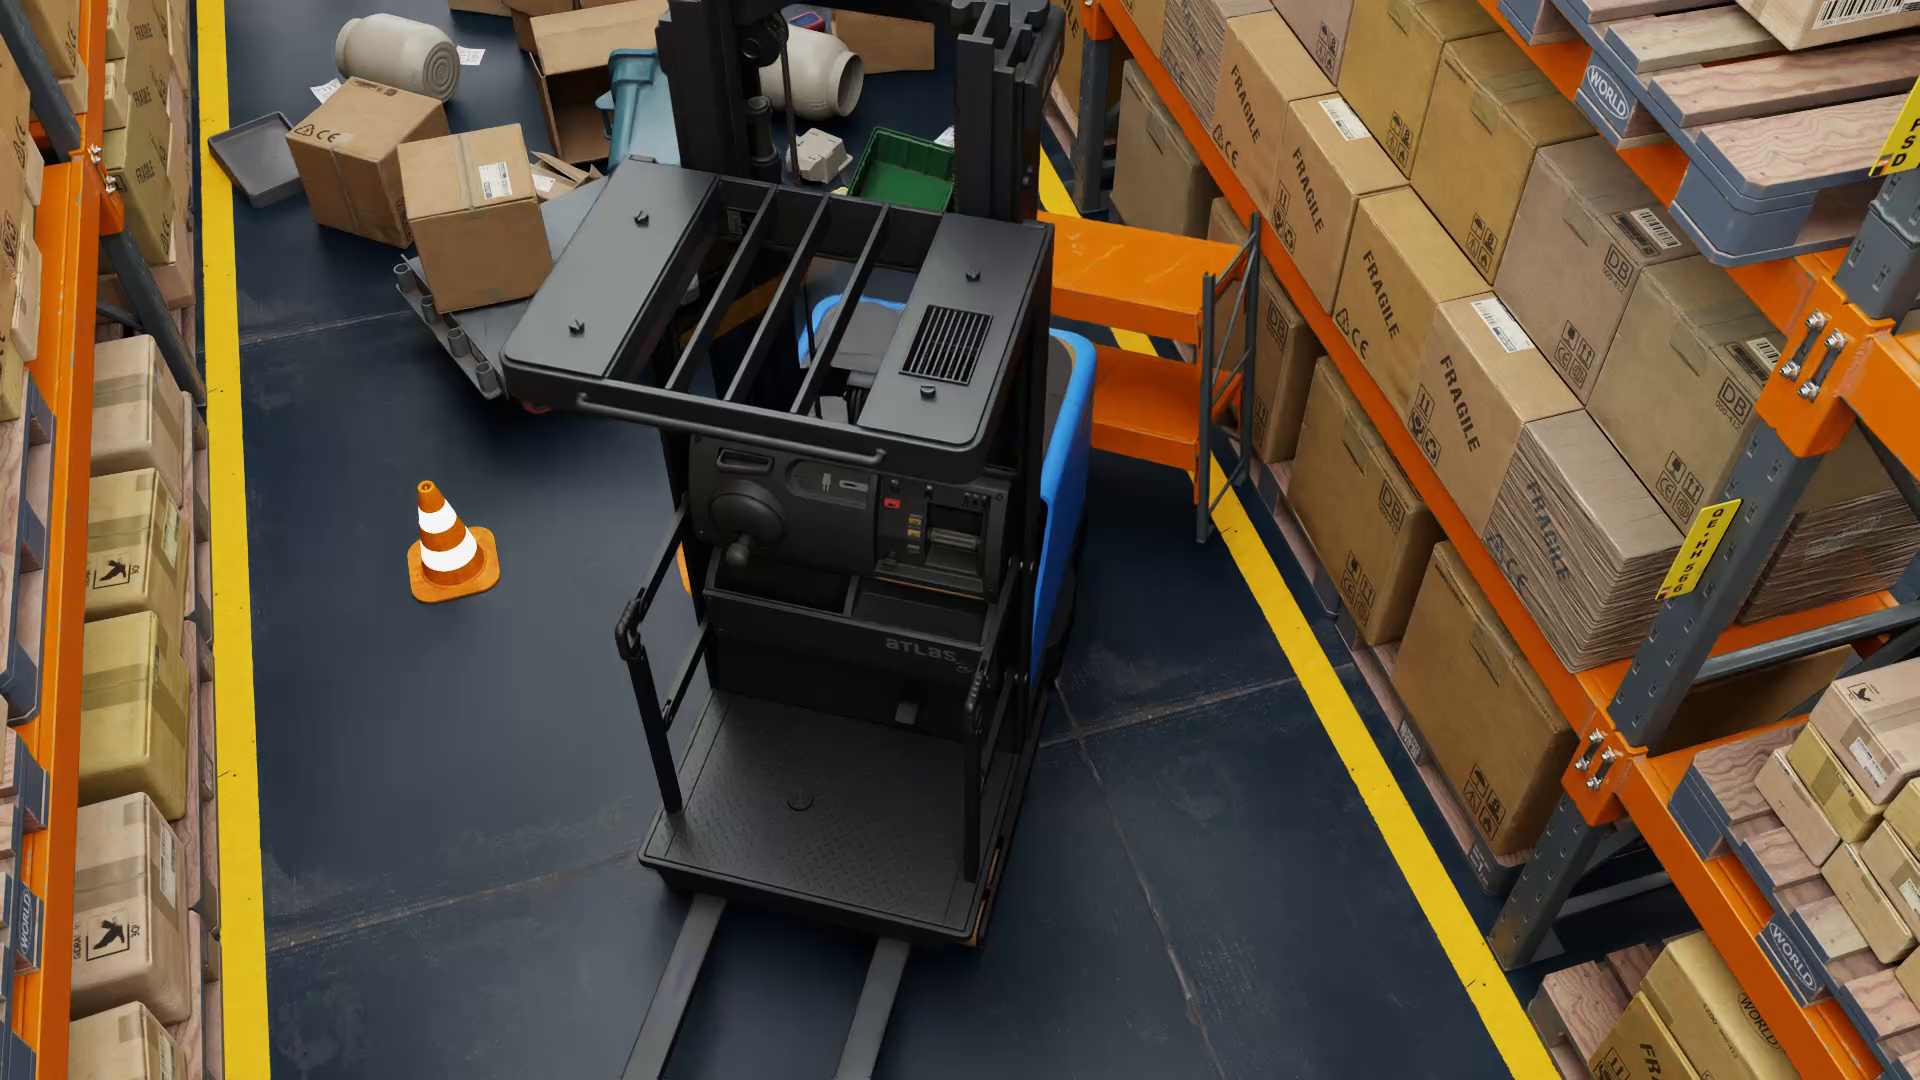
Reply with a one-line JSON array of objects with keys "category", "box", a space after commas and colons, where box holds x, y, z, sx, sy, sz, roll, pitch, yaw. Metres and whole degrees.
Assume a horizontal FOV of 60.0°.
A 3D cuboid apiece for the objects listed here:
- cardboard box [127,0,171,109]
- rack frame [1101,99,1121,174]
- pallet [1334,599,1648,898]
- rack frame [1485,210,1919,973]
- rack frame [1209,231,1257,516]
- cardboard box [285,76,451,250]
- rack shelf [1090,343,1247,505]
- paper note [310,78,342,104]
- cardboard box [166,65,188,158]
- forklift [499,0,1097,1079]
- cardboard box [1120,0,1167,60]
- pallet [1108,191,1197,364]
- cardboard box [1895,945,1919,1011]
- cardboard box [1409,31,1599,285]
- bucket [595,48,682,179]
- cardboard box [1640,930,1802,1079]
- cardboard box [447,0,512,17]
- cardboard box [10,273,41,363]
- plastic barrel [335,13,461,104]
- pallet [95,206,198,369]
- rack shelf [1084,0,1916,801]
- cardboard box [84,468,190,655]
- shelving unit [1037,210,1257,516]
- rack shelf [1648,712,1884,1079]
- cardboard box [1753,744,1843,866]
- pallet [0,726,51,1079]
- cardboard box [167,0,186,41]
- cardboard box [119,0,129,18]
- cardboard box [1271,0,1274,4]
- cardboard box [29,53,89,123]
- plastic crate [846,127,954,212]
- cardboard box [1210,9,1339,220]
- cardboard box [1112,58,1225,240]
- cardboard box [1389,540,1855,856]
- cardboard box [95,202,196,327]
[{"category": "cardboard box", "box": [-3.906, -2.207, 7.472, 0.500, 0.500, 0.500, -11, 51, -9]}, {"category": "rack frame", "box": [1.033, -2.651, 6.813, 0.949, 2.616, 0.053, -13, 51, -11]}, {"category": "pallet", "box": [2.052, 0.577, 5.915, 1.003, 0.211, 1.213, -13, 51, -11]}, {"category": "rack frame", "box": [2.213, 0.271, 4.349, 1.000, 3.000, 0.127, -13, 51, -11]}, {"category": "rack frame", "box": [0.974, -0.574, 6.036, 0.013, 0.981, 0.475, 15, 42, 24]}, {"category": "cardboard box", "box": [-2.686, -1.743, 7.680, 0.500, 0.500, 0.500, 18, 52, 14]}, {"category": "rack shelf", "box": [0.543, -0.504, 6.394, 1.000, 0.278, 0.538, 15, 42, 24]}, {"category": "paper note", "box": [-3.202, -2.283, 8.444, 0.142, 0.019, 0.148, -30, 56, -23]}, {"category": "cardboard box", "box": [-3.913, -1.973, 7.764, 0.500, 0.250, 0.500, -14, 51, -11]}, {"category": "forklift", "box": [-0.376, 0.069, 4.623, 1.129, 2.843, 3.031, 11, 51, 9]}, {"category": "cardboard box", "box": [0.929, -2.238, 6.399, 0.500, 0.500, 0.500, -13, 51, -11]}, {"category": "pallet", "box": [1.330, -1.205, 7.417, 1.003, 0.211, 1.213, -13, 51, -11]}, {"category": "cardboard box", "box": [2.312, 0.982, 3.639, 0.380, 0.149, 0.250, -11, 51, -9]}, {"category": "cardboard box", "box": [1.785, -1.157, 4.834, 0.700, 0.500, 0.500, -14, 51, -12]}, {"category": "bucket", "box": [-1.212, -1.663, 7.127, 0.726, 0.611, 0.620, 2, 60, 2]}, {"category": "cardboard box", "box": [2.186, 1.258, 4.387, 0.500, 0.250, 0.500, -15, 52, -13]}, {"category": "cardboard box", "box": [-2.534, -2.960, 8.938, 0.380, 0.149, 0.250, 10, 51, 8]}, {"category": "cardboard box", "box": [-3.002, -0.636, 5.004, 0.380, 0.149, 0.250, -13, 51, -11]}, {"category": "plastic barrel", "box": [-2.794, -2.382, 8.271, 0.512, 0.421, 0.421, 18, 52, 14]}, {"category": "pallet", "box": [-3.901, -1.041, 7.279, 1.003, 0.211, 1.213, -13, 51, -11]}, {"category": "rack shelf", "box": [1.622, -0.958, 5.856, 1.077, 0.370, 4.000, -13, 51, -11]}, {"category": "cardboard box", "box": [-2.485, 2.124, 3.010, 0.950, 2.239, 7.527, -10, 51, -9]}, {"category": "shelving unit", "box": [0.526, -0.696, 6.243, 1.030, 0.981, 0.538, 15, 42, 24]}, {"category": "rack shelf", "box": [2.805, 1.878, 3.291, 0.919, 0.052, 3.809, -13, 51, -11]}, {"category": "cardboard box", "box": [2.153, 0.589, 3.971, 0.380, 0.149, 0.250, -14, 51, -11]}, {"category": "pallet", "box": [-2.798, 1.030, 3.835, 1.213, 0.211, 1.003, -13, 51, -11]}, {"category": "cardboard box", "box": [-4.210, -2.718, 8.393, 0.500, 0.250, 0.500, -13, 51, -11]}, {"category": "cardboard box", "box": [-3.801, -2.325, 7.147, 0.380, 0.149, 0.250, -11, 51, -9]}, {"category": "cardboard box", "box": [1.337, -2.268, 5.771, 0.700, 0.500, 0.500, -14, 51, -12]}, {"category": "cardboard box", "box": [-3.455, -1.679, 6.157, 0.380, 0.149, 0.250, -14, 51, -11]}, {"category": "plastic crate", "box": [-0.273, -1.593, 7.722, 0.450, 0.188, 0.662, 16, 51, 0]}, {"category": "cardboard box", "box": [1.224, -1.503, 5.780, 0.500, 0.500, 0.500, -14, 51, -11]}, {"category": "cardboard box", "box": [1.300, -1.627, 7.147, 1.050, 0.750, 0.750, -14, 51, -11]}, {"category": "cardboard box", "box": [2.119, 0.396, 5.441, 1.050, 0.750, 0.750, -14, 51, -11]}, {"category": "cardboard box", "box": [-3.585, -1.198, 7.112, 0.500, 0.250, 0.500, -15, 52, -13]}]
